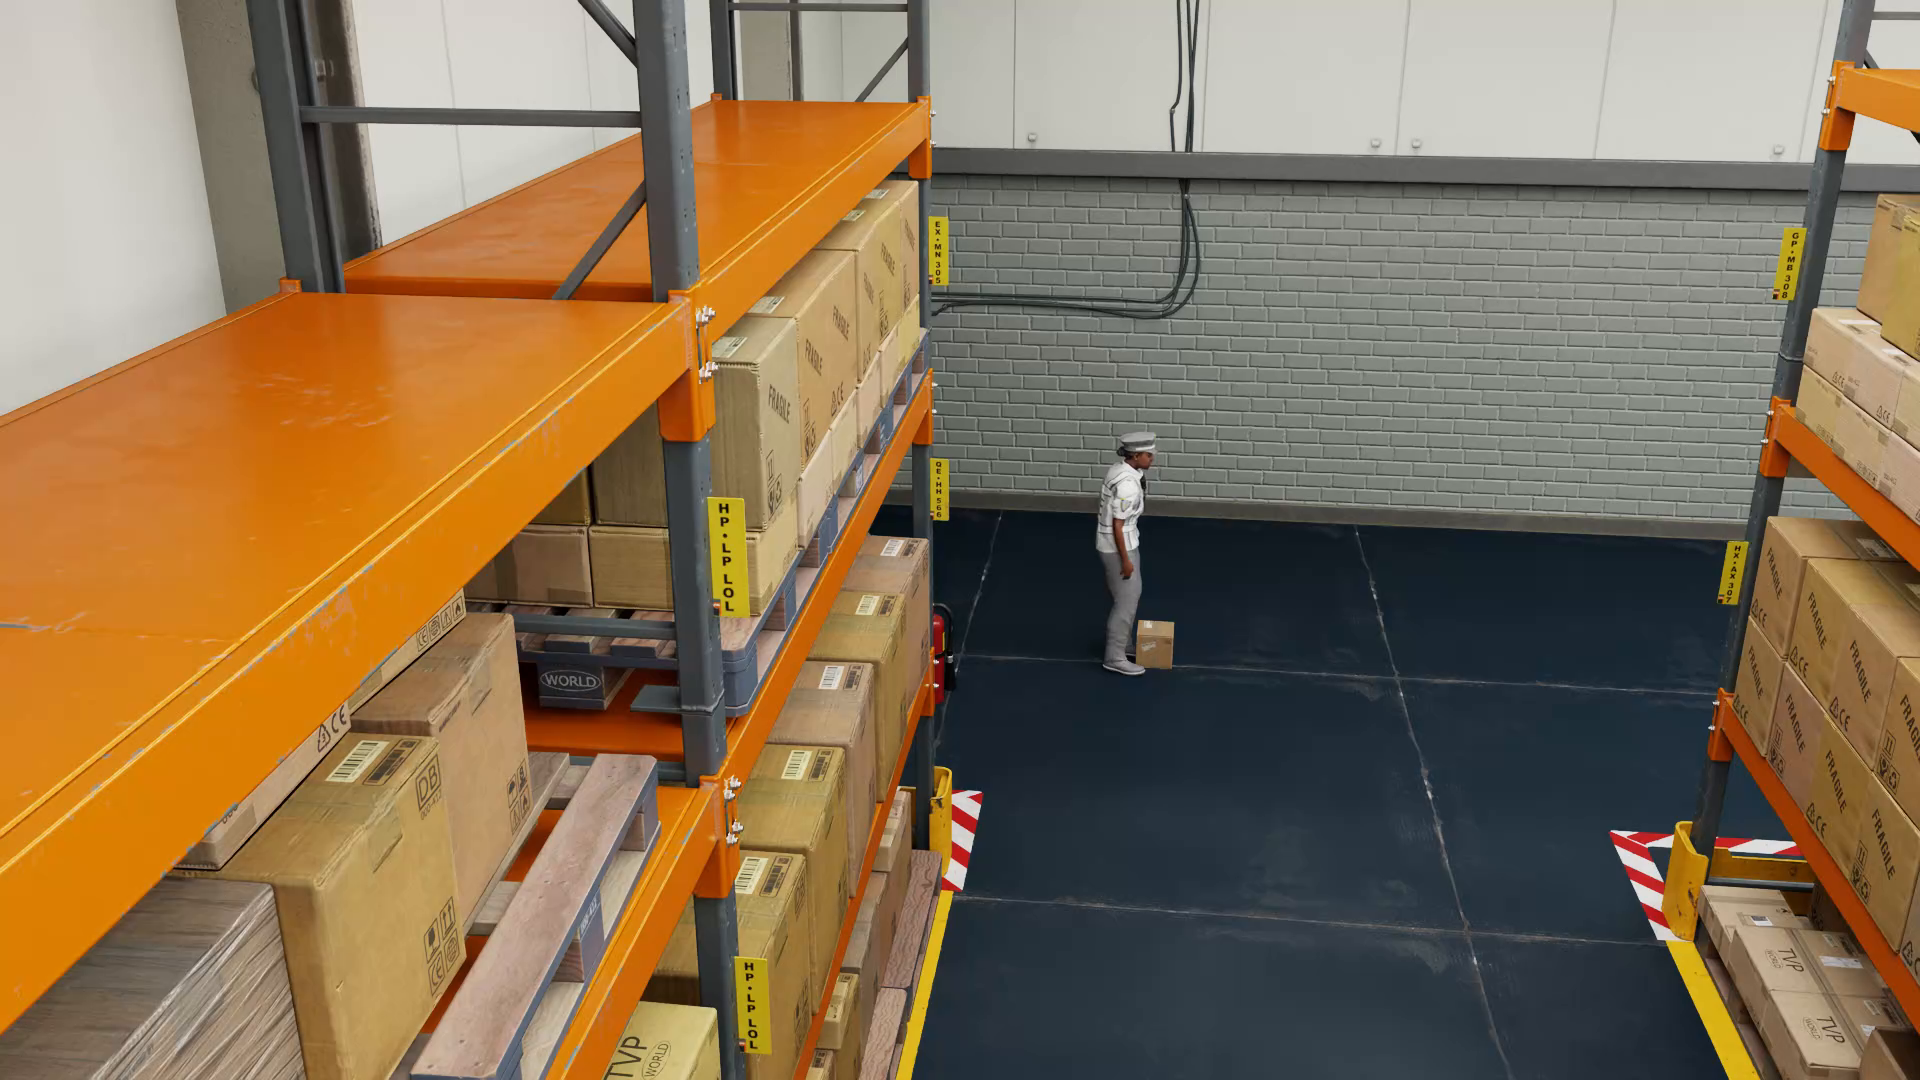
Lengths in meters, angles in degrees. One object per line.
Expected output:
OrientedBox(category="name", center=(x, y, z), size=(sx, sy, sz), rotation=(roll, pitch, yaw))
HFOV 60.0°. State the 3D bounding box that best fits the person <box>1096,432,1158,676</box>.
OrientedBox(category="person", center=(1.129, 0.068, 11.308), size=(0.419, 1.658, 0.504), rotation=(3, 21, 7))
